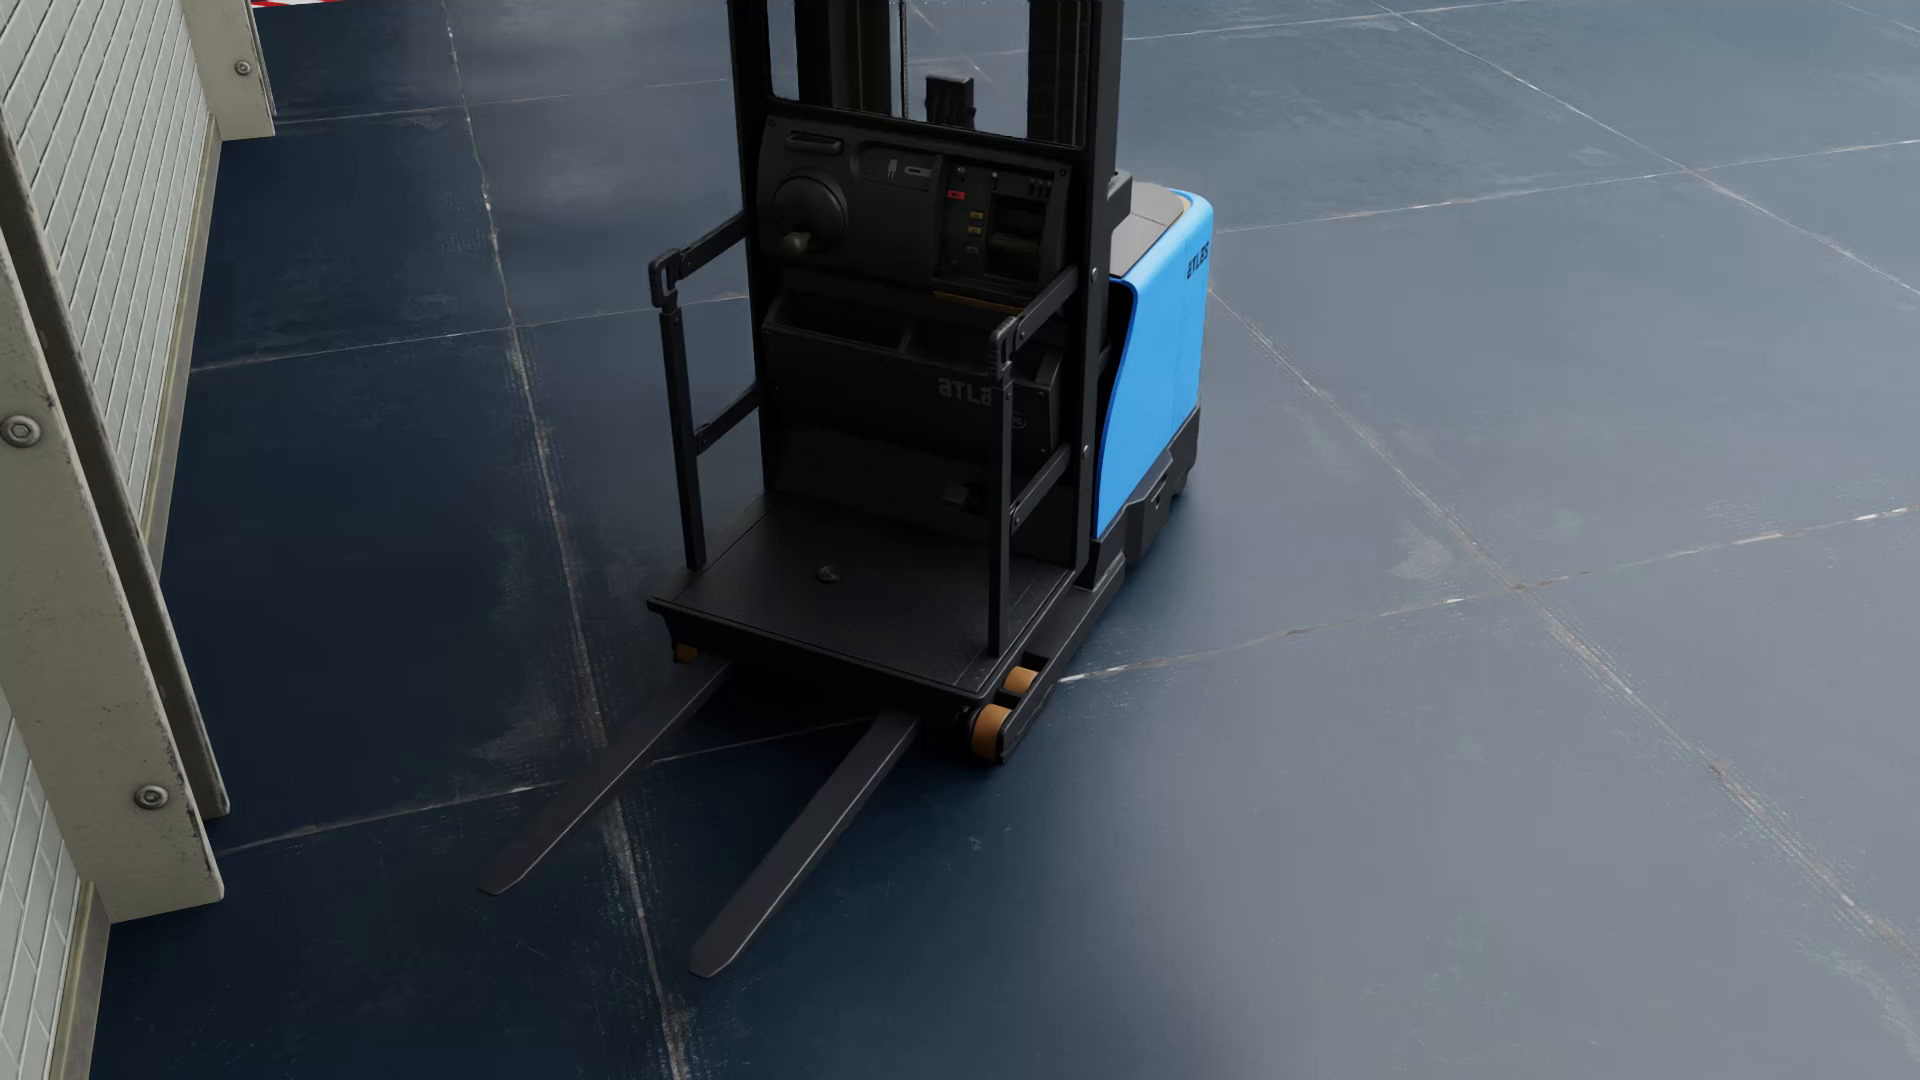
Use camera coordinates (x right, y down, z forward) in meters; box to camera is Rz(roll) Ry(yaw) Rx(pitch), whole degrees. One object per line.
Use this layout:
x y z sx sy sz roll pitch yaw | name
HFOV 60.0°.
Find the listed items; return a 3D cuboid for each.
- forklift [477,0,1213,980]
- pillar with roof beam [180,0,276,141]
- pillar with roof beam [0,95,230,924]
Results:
-0.229 -0.861 4.394 1.130 2.935 3.031 15 36 21 | forklift
0.143 -6.769 7.831 9.100 9.000 0.400 -10 35 -15 | pillar with roof beam
1.973 -3.619 3.064 9.100 9.000 0.400 -10 35 -15 | pillar with roof beam
